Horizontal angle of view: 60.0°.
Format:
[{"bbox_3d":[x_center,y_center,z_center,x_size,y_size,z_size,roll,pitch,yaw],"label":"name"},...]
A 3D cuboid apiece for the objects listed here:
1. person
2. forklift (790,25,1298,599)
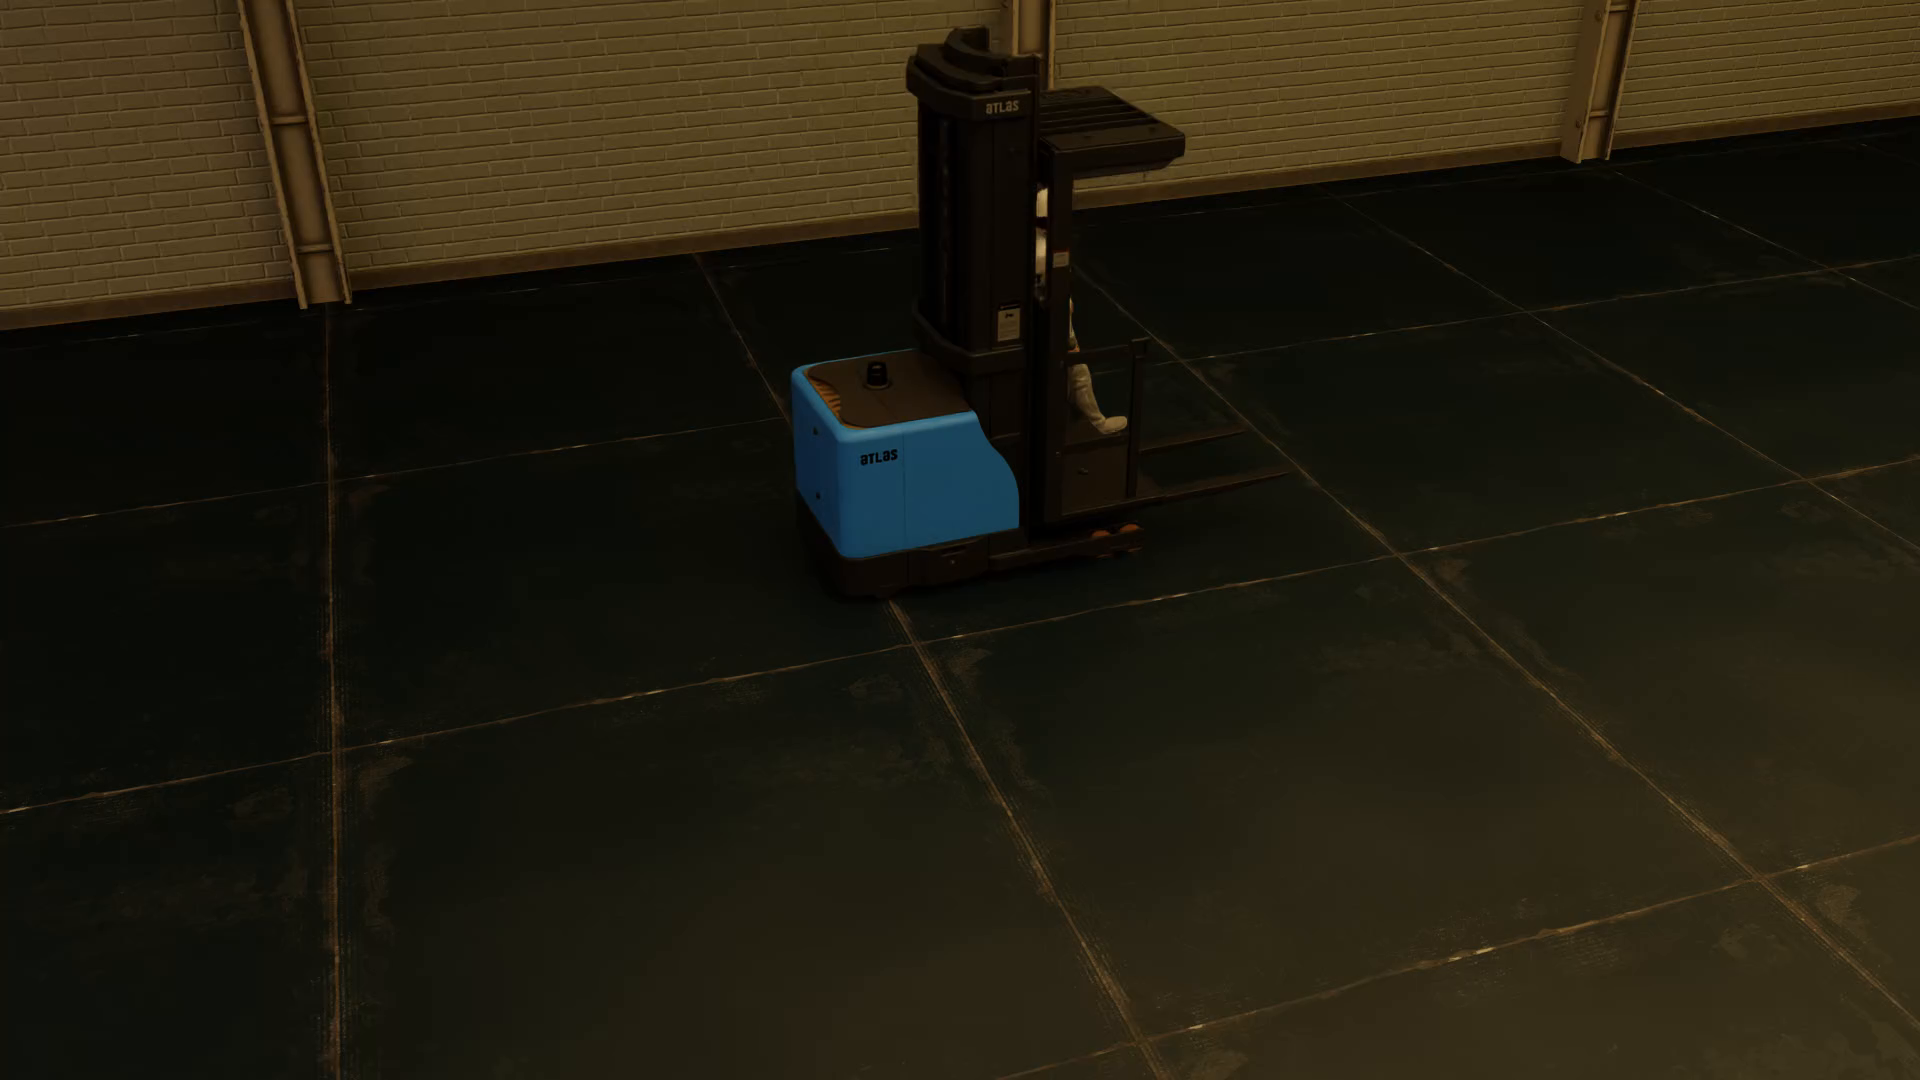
[{"bbox_3d":[0.670,-1.416,10.857,0.880,1.782,0.729,-12,32,-19],"label":"person"},{"bbox_3d":[0.572,-1.393,9.507,3.031,2.935,1.130,-11,32,-19],"label":"forklift"}]
